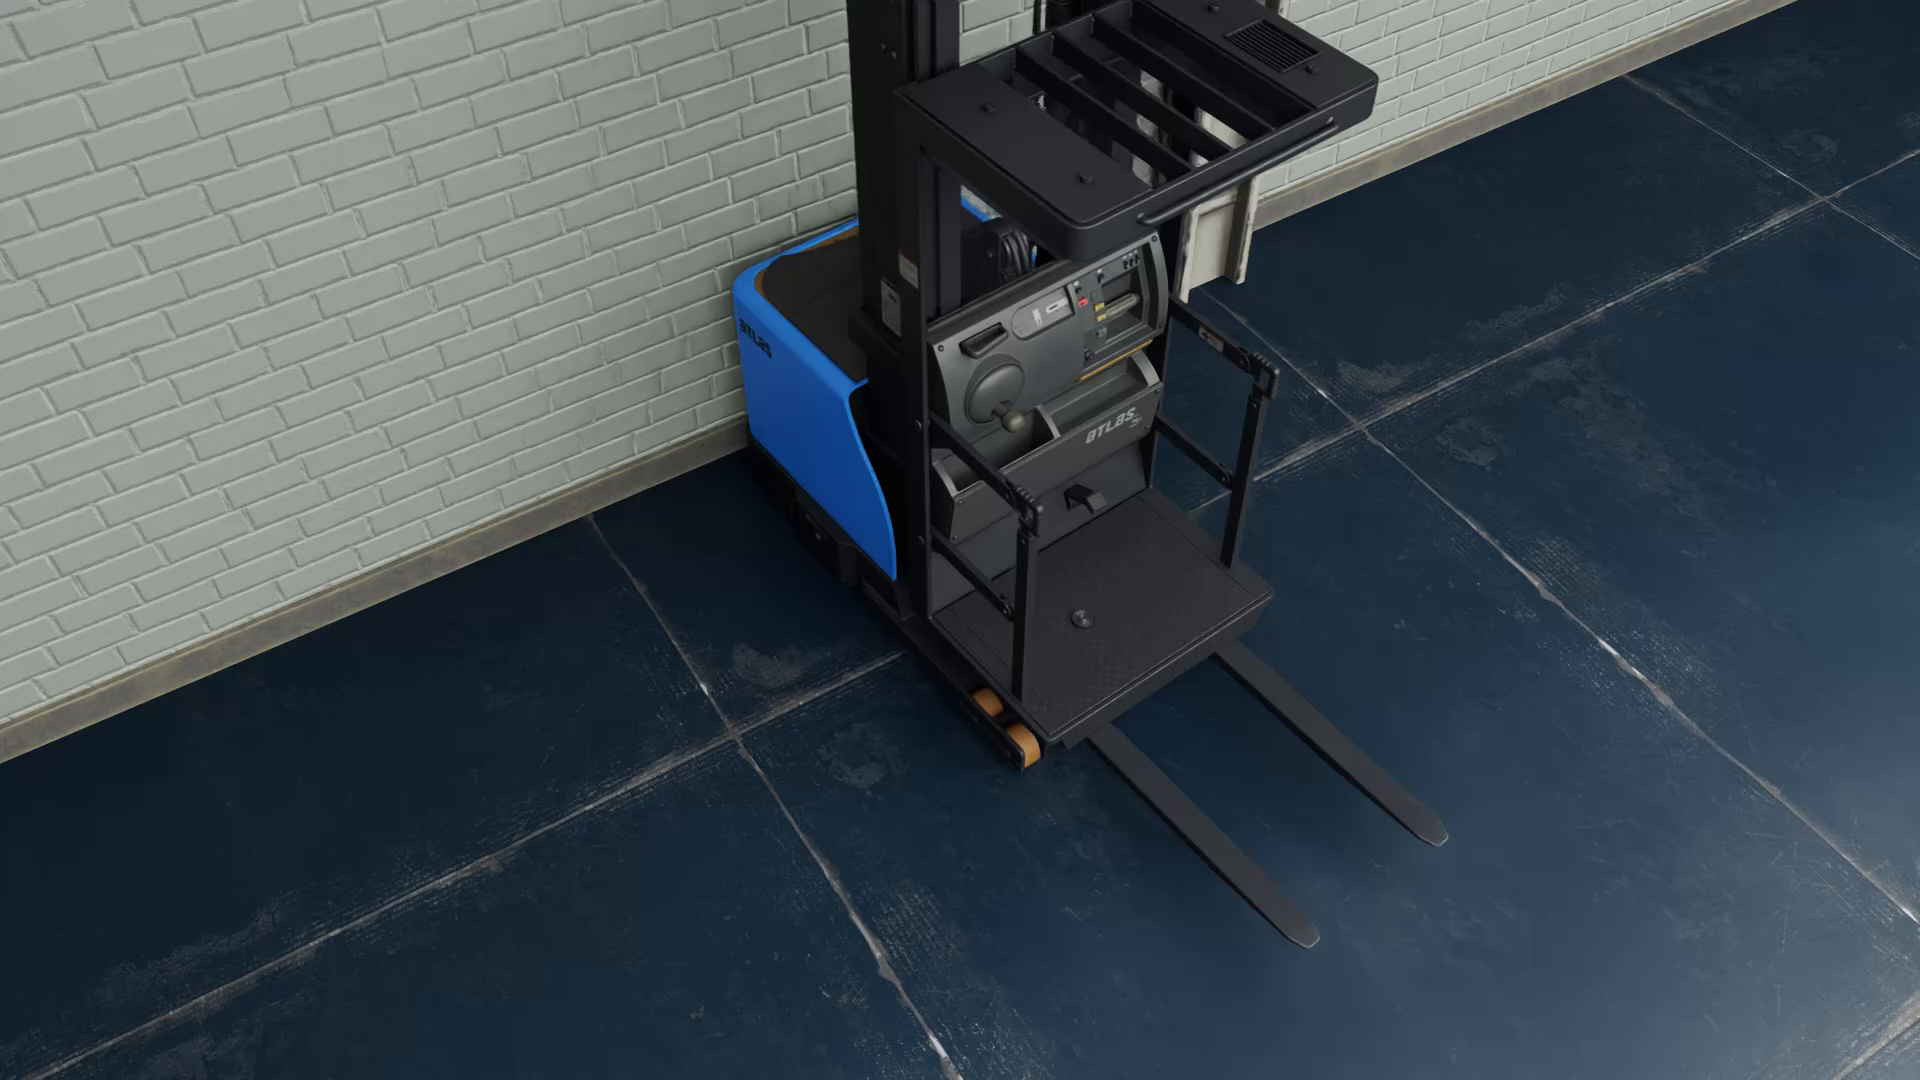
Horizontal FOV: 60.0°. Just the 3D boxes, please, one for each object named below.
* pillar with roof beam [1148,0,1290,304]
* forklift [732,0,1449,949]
[{"bbox_3d":[3.383,-1.504,2.009,0.400,9.000,9.100,-25,53,-21],"label":"pillar with roof beam"},{"bbox_3d":[0.436,-0.582,5.251,1.130,2.935,3.031,-30,55,-24],"label":"forklift"}]
